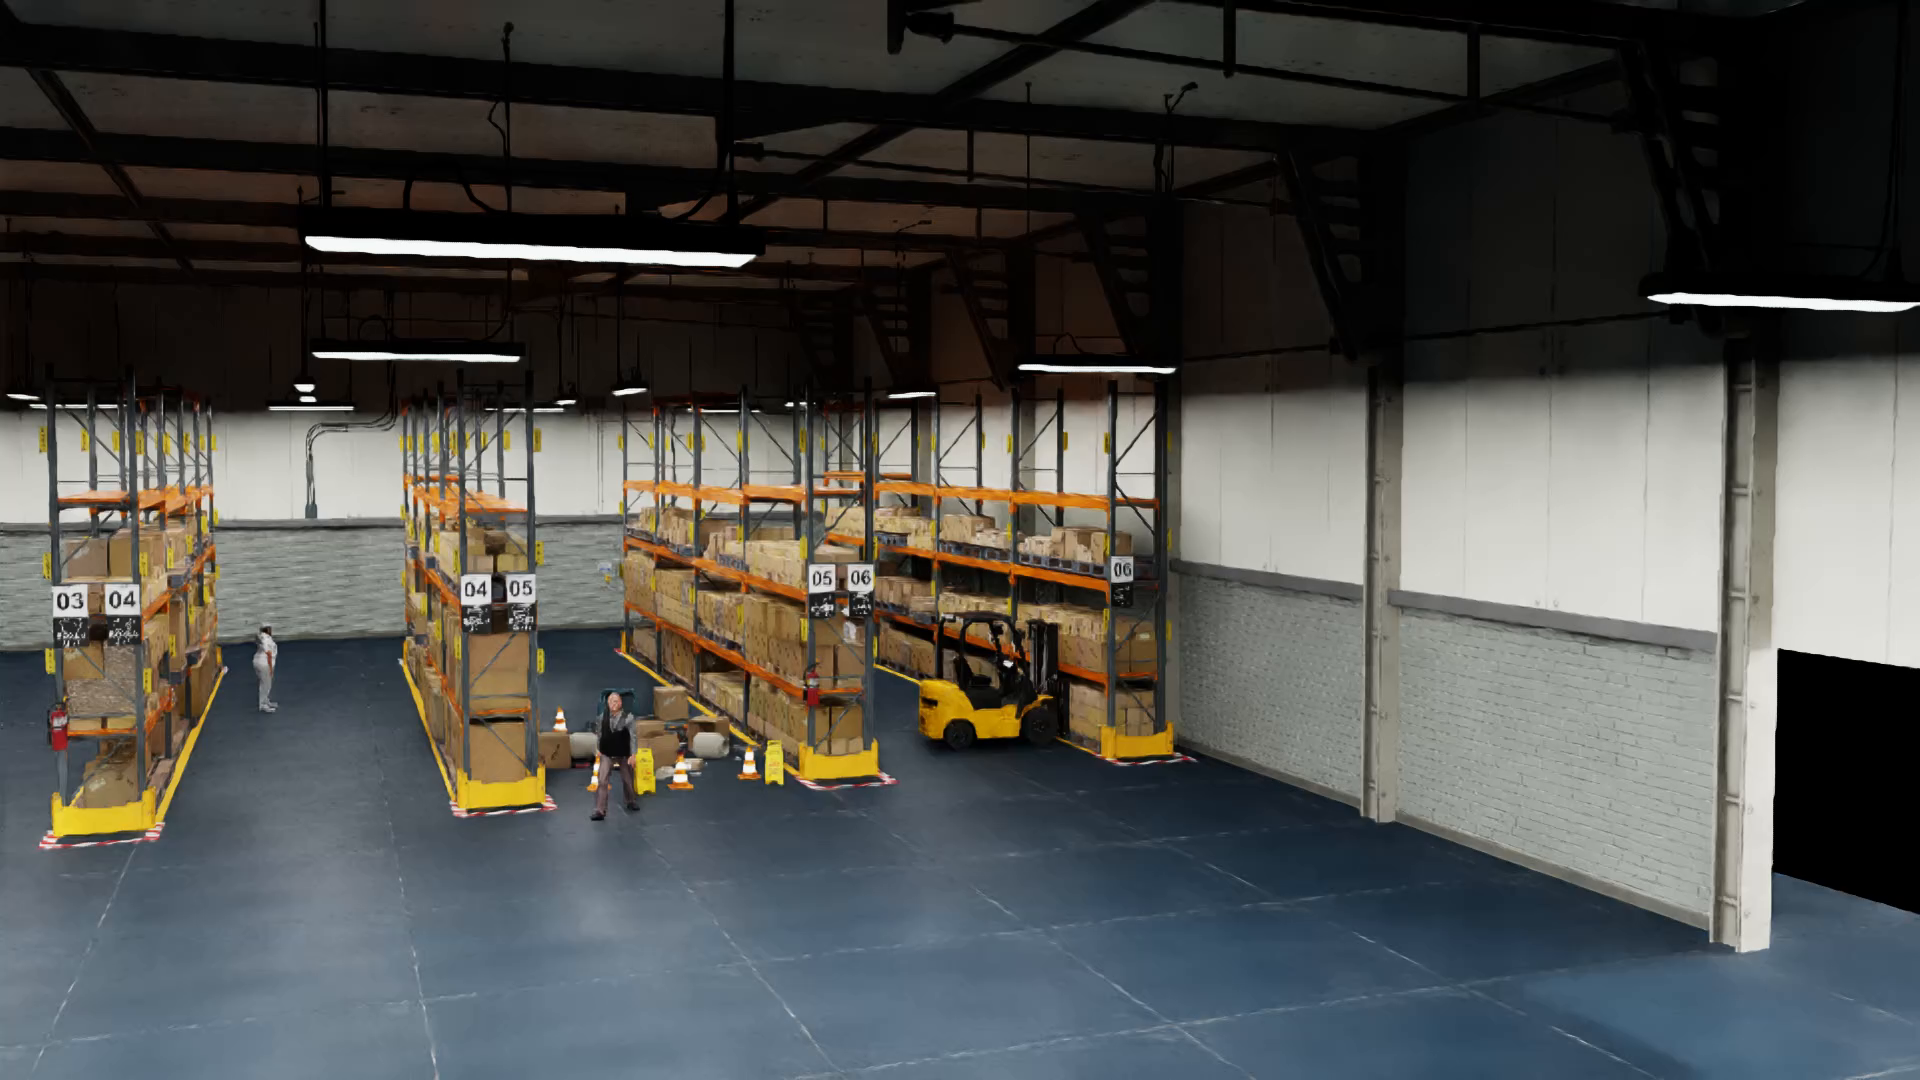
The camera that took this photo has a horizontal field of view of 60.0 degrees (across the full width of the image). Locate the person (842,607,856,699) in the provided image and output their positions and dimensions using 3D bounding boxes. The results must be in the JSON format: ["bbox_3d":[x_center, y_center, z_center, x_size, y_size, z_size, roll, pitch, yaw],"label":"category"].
[{"bbox_3d":[-2.242,2.202,32.532,0.567,1.768,0.627,0,3,8],"label":"person"}]

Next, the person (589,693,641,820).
[{"bbox_3d":[-4.590,2.869,22.211,0.581,1.679,0.953,0,3,3],"label":"person"}]

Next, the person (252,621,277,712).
[{"bbox_3d":[-12.928,2.345,31.032,0.463,1.673,0.576,-3,5,-43],"label":"person"}]
